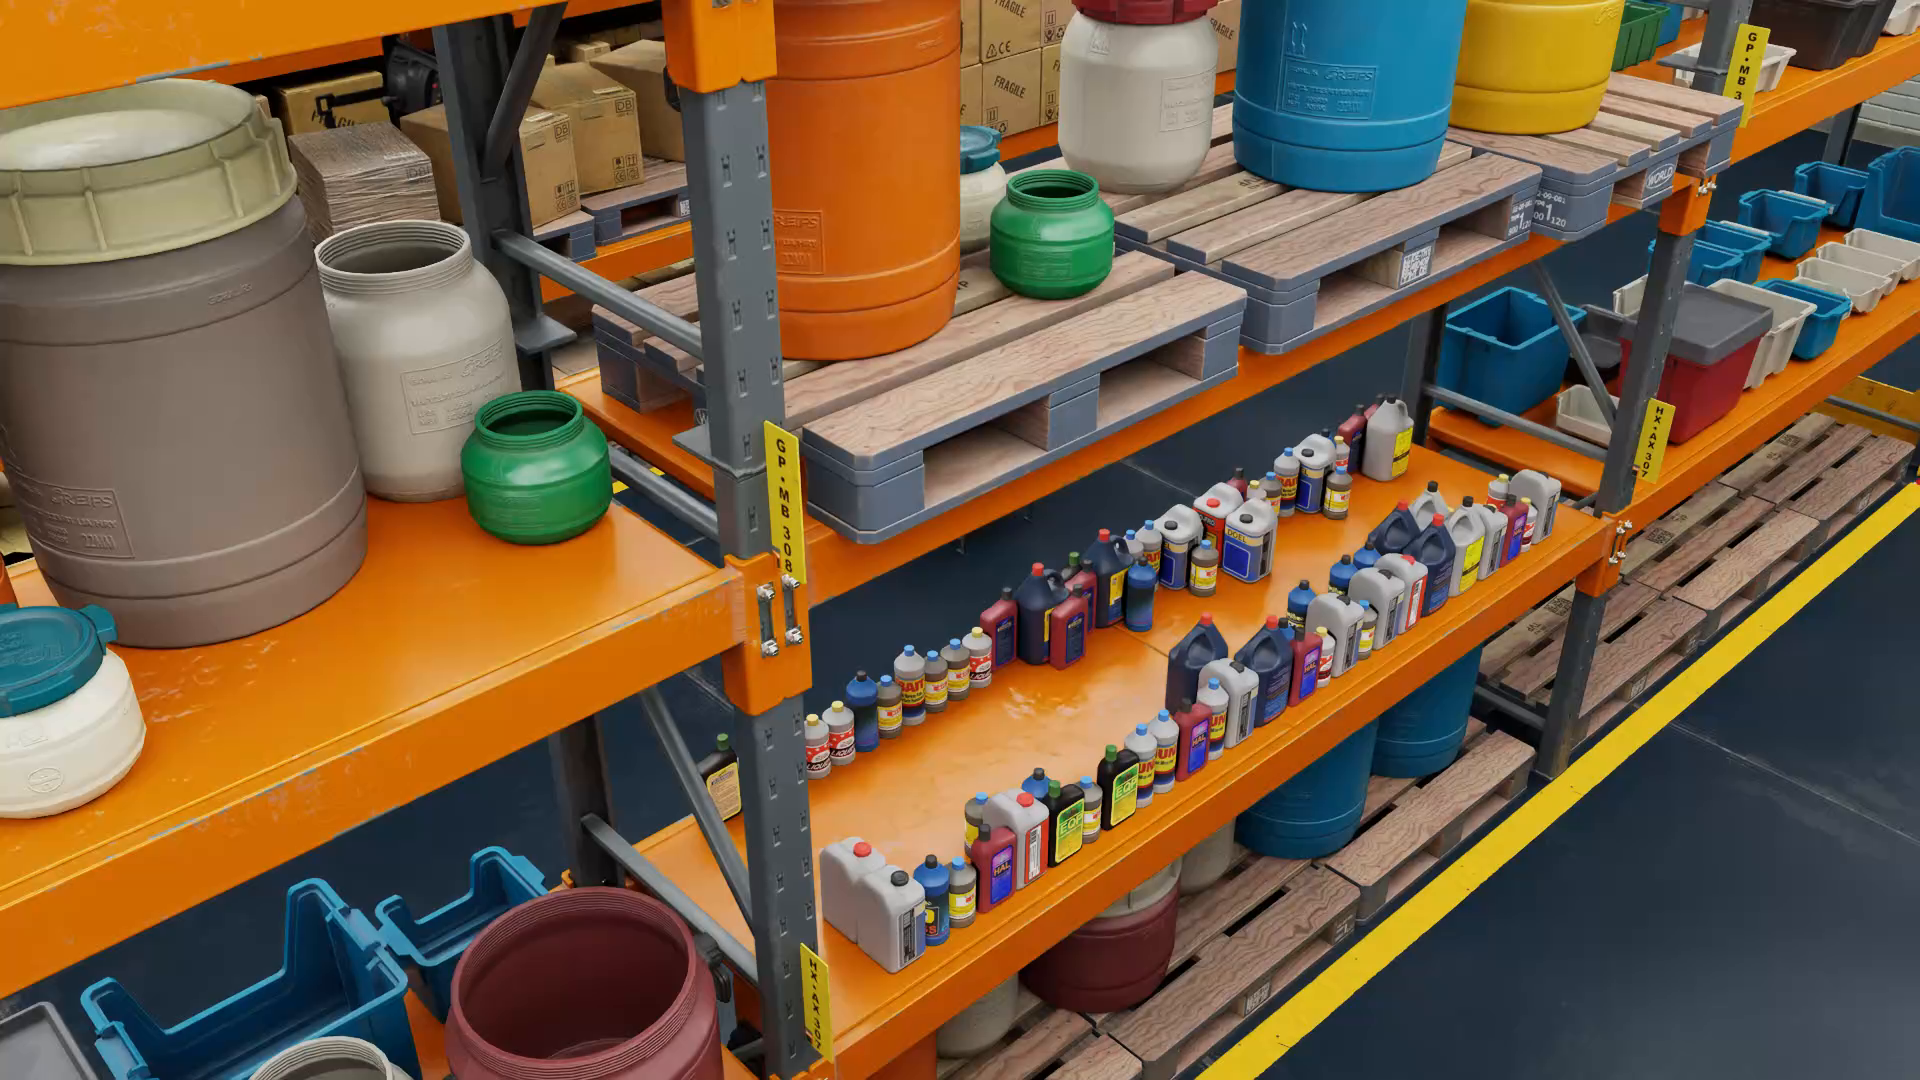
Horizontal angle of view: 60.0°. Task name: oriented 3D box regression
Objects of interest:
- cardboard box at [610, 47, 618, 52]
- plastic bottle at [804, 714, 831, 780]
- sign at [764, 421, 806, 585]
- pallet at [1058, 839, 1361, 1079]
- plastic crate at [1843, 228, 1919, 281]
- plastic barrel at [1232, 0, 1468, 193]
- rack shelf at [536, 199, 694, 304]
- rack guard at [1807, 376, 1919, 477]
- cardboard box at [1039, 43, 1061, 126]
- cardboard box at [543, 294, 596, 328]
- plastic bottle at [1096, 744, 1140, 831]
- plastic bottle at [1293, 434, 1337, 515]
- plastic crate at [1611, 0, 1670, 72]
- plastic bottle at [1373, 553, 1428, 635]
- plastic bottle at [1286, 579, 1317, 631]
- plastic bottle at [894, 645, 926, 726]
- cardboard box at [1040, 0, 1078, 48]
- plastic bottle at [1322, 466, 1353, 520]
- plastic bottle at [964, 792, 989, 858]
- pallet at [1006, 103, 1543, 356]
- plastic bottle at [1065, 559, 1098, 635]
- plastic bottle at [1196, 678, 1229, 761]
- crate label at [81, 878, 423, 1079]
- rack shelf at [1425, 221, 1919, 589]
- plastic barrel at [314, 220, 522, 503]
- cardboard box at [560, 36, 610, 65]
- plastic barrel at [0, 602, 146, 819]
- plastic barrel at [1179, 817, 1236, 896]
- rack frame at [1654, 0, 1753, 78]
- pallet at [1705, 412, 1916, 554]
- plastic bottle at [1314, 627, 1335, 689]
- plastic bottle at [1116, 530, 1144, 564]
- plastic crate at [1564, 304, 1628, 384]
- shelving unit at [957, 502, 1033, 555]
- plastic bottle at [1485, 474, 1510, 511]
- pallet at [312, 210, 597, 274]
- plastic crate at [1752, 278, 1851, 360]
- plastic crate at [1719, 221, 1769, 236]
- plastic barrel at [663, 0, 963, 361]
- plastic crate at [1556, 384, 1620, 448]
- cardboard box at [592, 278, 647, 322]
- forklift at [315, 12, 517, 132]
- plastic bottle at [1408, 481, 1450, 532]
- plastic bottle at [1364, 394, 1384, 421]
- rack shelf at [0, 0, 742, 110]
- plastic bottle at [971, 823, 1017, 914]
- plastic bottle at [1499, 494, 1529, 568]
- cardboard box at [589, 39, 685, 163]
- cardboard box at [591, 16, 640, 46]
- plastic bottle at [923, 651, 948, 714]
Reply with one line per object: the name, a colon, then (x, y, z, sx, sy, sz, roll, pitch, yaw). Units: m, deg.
cardboard box: (-3.153, -3.948, 14.325, 0.500, 0.500, 0.700, -25, 39, -34)
plastic bottle: (-0.444, 0.620, 5.051, 0.097, 0.201, 0.097, 0, 31, 0)
sign: (-0.337, -0.070, 3.213, 0.005, 0.325, 0.100, -26, 40, -35)
pallet: (0.727, 1.421, 6.224, 1.213, 0.211, 1.003, -26, 40, -35)
plastic crate: (4.675, -1.435, 8.416, 0.243, 0.136, 0.396, -26, 40, -35)
plastic barrel: (1.069, -1.470, 4.520, 0.708, 0.901, 0.600, -26, 40, -35)
rack shelf: (-2.615, -1.341, 8.758, 4.000, 0.370, 1.077, -26, 40, -35)
rack guard: (5.158, -0.827, 9.623, 0.348, 0.500, 1.175, -26, 40, -35)
cardboard box: (0.524, -3.017, 10.713, 0.500, 0.500, 0.500, -26, 40, -36)
cardboard box: (-2.402, -1.366, 9.363, 0.500, 0.250, 0.500, -26, 40, -35)
plastic bottle: (0.458, 0.701, 4.839, 0.133, 0.283, 0.061, -26, 40, -35)
plastic bottle: (1.350, -0.260, 6.419, 0.135, 0.276, 0.152, -26, 40, -35)
plastic crate: (2.322, -1.916, 6.337, 0.662, 0.188, 0.450, -26, 40, -35)
plastic bottle: (1.510, 0.164, 5.726, 0.135, 0.276, 0.152, -26, 40, -35)
plastic bottle: (1.142, 0.254, 5.582, 0.097, 0.271, 0.097, 0, 31, 0)
plastic bottle: (-0.158, 0.452, 5.259, 0.097, 0.271, 0.097, 0, 31, 0)
cardboard box: (0.522, -3.435, 10.438, 0.500, 0.500, 0.500, -24, 39, -34)
plastic bottle: (1.448, -0.187, 6.371, 0.097, 0.201, 0.097, 0, 31, 0)
plastic bottle: (0.061, 0.807, 4.745, 0.097, 0.201, 0.097, 0, 31, 0)
pallet: (0.878, -0.942, 4.720, 1.213, 0.211, 1.003, -26, 40, -35)
plastic bottle: (0.403, 0.206, 5.650, 0.133, 0.283, 0.061, -26, 40, -35)
plastic bottle: (0.771, 0.542, 5.111, 0.097, 0.271, 0.097, 0, 31, 0)
crate label: (-1.629, 1.191, 3.892, 0.616, 0.435, 0.502, -26, 40, -35)
rack shelf: (3.683, -0.864, 7.977, 4.000, 0.370, 1.077, -26, 40, -35)
plastic barrel: (-1.153, -0.377, 3.509, 0.421, 0.512, 0.421, 0, 31, 0)
cardboard box: (-3.144, -4.103, 13.957, 0.250, 0.149, 0.380, -27, 41, -37)
plastic barrel: (-1.490, 0.277, 2.679, 0.301, 0.262, 0.301, 0, 31, 0)
plastic barrel: (0.812, 1.025, 6.181, 0.421, 0.512, 0.421, 0, 31, 0)
rack frame: (2.216, -3.021, 5.064, 0.127, 3.000, 1.000, -26, 40, -35)
pallet: (4.519, -0.413, 9.223, 1.213, 0.211, 1.003, -26, 40, -35)
plastic bottle: (1.174, 0.377, 5.449, 0.097, 0.201, 0.097, 0, 31, 0)
plastic bottle: (0.594, 0.088, 5.854, 0.097, 0.271, 0.097, 0, 31, 0)
plastic crate: (2.855, -0.869, 7.502, 0.590, 0.125, 0.437, -26, 40, -35)
shelving unit: (0.121, -0.571, 8.533, 0.503, 1.200, 0.258, -26, 40, -35)
plastic bottle: (2.049, -0.154, 6.317, 0.097, 0.201, 0.097, 0, 31, 0)
pallet: (-2.659, -1.548, 8.591, 1.213, 0.211, 1.003, -26, 40, -35)
plastic crate: (3.818, -1.008, 7.626, 0.300, 0.233, 0.416, -26, 40, -35)
plastic crate: (3.956, -1.509, 8.537, 0.298, 0.136, 0.250, -26, 40, -35)
plastic barrel: (-0.298, -0.885, 3.632, 0.708, 0.830, 0.600, -26, 40, -35)
plastic crate: (2.655, -0.485, 6.863, 0.243, 0.136, 0.396, -26, 40, -35)
cardboard box: (-2.053, -1.207, 9.823, 0.500, 0.500, 0.500, -25, 39, -35)
forklift: (-3.656, -2.912, 10.703, 3.031, 2.935, 1.130, -24, 39, -34)
plastic bottle: (1.667, -0.044, 5.994, 0.185, 0.351, 0.144, -26, 40, -35)
plastic bottle: (1.658, -0.445, 6.714, 0.133, 0.283, 0.061, -26, 40, -35)
rack shelf: (-2.183, -0.415, 1.876, 4.000, 0.370, 1.077, -26, 40, -35)
plastic bottle: (0.092, 0.878, 4.550, 0.133, 0.283, 0.061, -26, 40, -35)
plastic bottle: (2.009, -0.049, 6.066, 0.133, 0.283, 0.061, -26, 40, -35)
cardboard box: (-1.648, -2.497, 9.459, 0.700, 0.500, 0.500, 15, 35, 23)
cardboard box: (-3.004, -4.443, 14.513, 0.250, 0.149, 0.380, -25, 40, -35)
plastic bottle: (-0.087, 0.447, 5.334, 0.097, 0.201, 0.097, 0, 31, 0)
